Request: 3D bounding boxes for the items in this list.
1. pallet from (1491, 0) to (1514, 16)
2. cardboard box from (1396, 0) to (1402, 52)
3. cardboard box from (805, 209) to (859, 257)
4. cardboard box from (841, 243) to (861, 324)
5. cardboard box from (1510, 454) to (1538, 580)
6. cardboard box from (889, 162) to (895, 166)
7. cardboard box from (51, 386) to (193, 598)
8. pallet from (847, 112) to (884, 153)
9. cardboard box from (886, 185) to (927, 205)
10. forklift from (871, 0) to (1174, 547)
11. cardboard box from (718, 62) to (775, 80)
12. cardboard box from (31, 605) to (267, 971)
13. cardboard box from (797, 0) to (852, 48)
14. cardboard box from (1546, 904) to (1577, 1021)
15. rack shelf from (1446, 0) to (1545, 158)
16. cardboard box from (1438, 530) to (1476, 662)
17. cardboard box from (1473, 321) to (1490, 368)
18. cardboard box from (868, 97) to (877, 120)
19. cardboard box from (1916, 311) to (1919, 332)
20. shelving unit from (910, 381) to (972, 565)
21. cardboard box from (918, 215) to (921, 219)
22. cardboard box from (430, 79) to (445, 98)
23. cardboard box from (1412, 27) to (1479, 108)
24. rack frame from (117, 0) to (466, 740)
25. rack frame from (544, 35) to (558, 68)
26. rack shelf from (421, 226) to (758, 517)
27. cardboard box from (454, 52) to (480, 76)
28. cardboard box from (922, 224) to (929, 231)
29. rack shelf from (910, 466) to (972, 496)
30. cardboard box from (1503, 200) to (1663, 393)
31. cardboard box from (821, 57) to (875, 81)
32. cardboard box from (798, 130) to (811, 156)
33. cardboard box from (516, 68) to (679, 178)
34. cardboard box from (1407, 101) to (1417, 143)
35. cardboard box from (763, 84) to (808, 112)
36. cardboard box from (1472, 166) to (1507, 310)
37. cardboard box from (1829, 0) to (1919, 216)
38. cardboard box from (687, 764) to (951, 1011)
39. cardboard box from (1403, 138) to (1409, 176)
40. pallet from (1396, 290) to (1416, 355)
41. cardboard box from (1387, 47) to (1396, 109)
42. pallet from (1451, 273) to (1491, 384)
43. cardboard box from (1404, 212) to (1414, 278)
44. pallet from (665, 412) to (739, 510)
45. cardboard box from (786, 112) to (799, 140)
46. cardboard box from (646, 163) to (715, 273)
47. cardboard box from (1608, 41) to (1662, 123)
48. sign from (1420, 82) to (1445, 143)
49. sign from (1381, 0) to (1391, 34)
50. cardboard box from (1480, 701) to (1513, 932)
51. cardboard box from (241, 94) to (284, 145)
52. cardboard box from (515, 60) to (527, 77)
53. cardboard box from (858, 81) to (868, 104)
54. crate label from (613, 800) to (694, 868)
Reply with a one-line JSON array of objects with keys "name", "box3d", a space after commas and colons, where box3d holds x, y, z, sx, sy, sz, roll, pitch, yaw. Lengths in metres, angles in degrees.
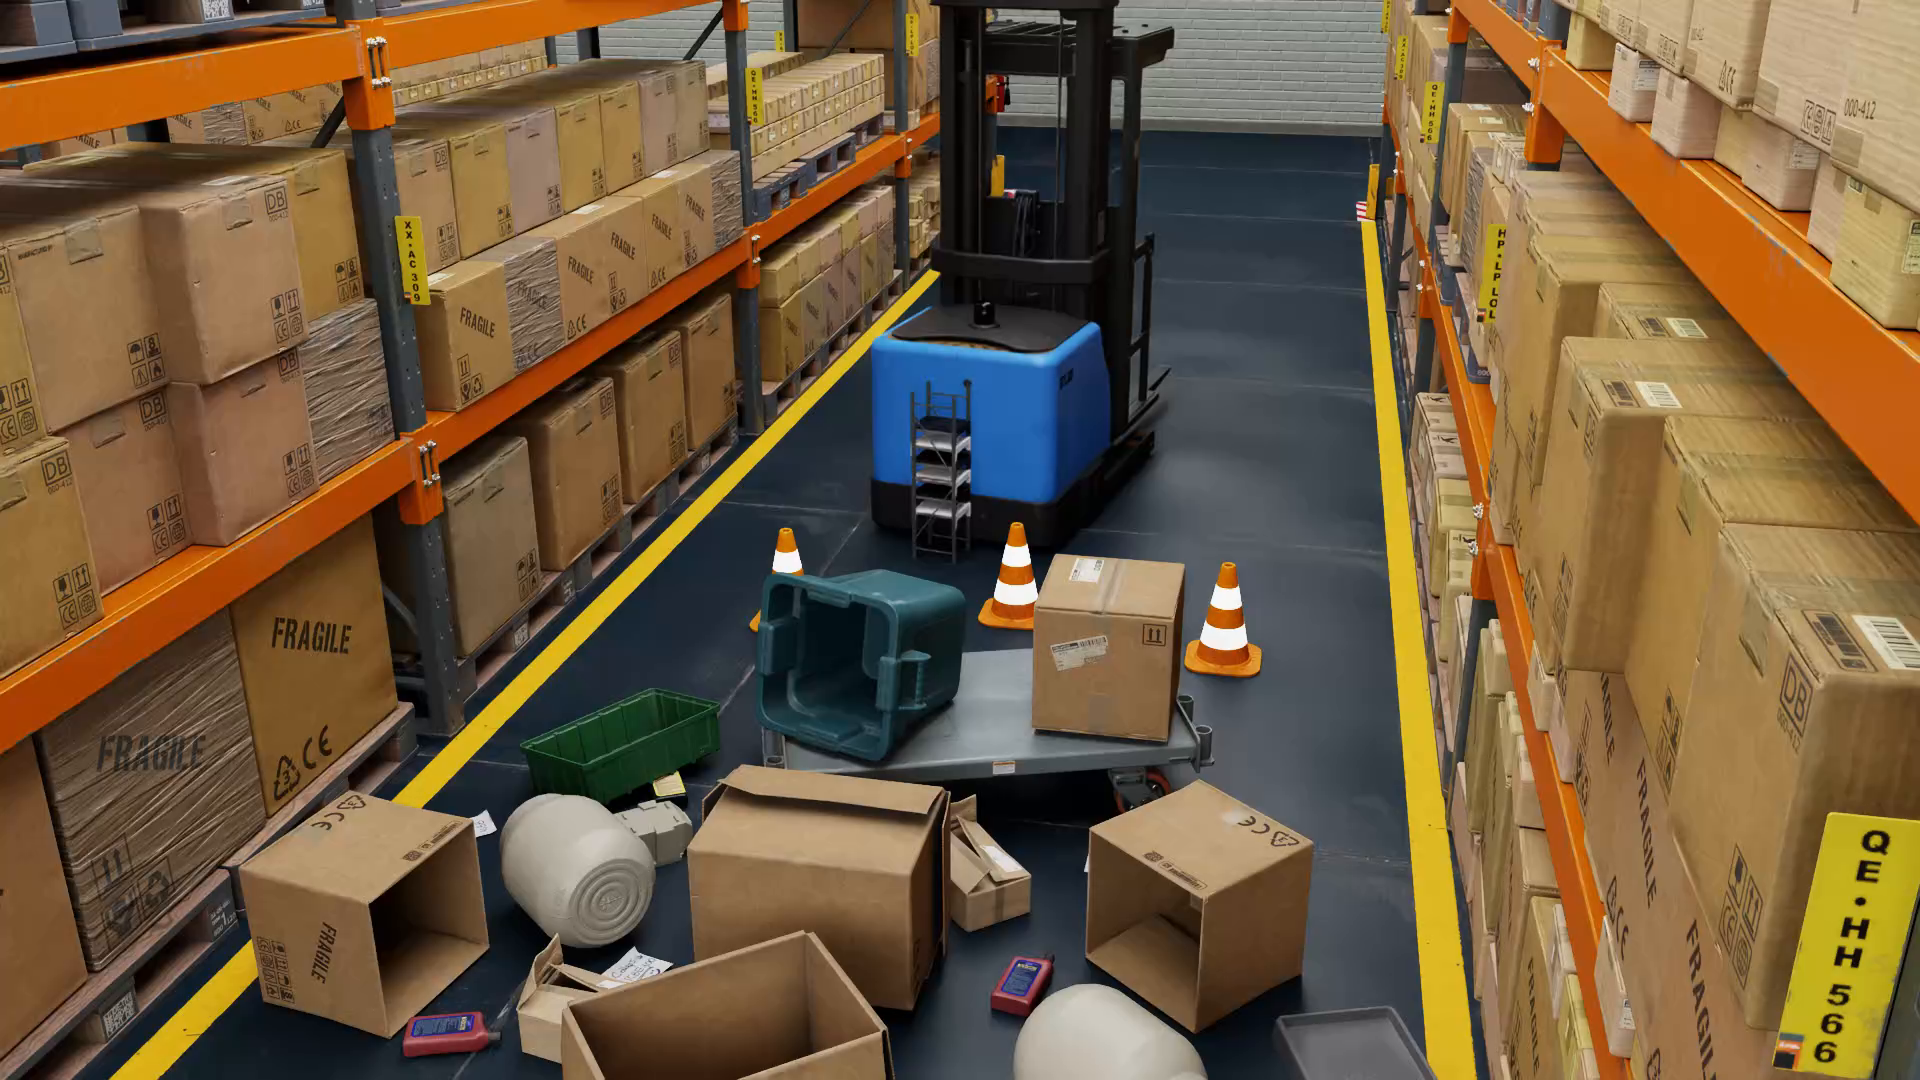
[{"name": "pallet", "box3d": [2.745, -2.193, 6.520, 1.213, 0.211, 1.003, 4, 22, 11]}, {"name": "cardboard box", "box3d": [4.081, -4.476, 14.479, 0.500, 0.500, 0.500, 5, 22, 11]}, {"name": "cardboard box", "box3d": [-1.044, -2.268, 12.249, 0.500, 0.250, 0.500, 3, 22, 9]}, {"name": "cardboard box", "box3d": [-1.046, -1.928, 12.410, 0.500, 0.500, 0.500, 4, 22, 10]}, {"name": "cardboard box", "box3d": [1.864, -0.151, 4.681, 0.500, 0.500, 0.500, 4, 22, 11]}, {"name": "cardboard box", "box3d": [-0.702, -3.613, 16.267, 0.380, 0.149, 0.250, 5, 23, 13]}, {"name": "cardboard box", "box3d": [-2.939, -0.174, 5.070, 0.875, 0.550, 0.550, 4, 22, 11]}, {"name": "pallet", "box3d": [-1.226, -3.200, 13.041, 1.003, 0.211, 1.213, 4, 22, 11]}, {"name": "cardboard box", "box3d": [-0.506, -3.106, 15.008, 0.380, 0.149, 0.250, 4, 22, 10]}, {"name": "forklift", "box3d": [0.539, -1.841, 9.502, 1.130, 2.935, 3.031, 8, 23, 20]}, {"name": "cardboard box", "box3d": [-1.617, -3.516, 12.546, 0.380, 0.149, 0.250, 4, 22, 10]}, {"name": "cardboard box", "box3d": [-2.937, 0.714, 5.349, 0.875, 0.875, 0.875, 5, 22, 11]}, {"name": "cardboard box", "box3d": [-1.096, -4.398, 13.889, 0.500, 0.500, 0.500, 4, 22, 9]}, {"name": "cardboard box", "box3d": [1.517, 0.963, 3.693, 0.380, 0.149, 0.250, 5, 23, 13]}, {"name": "rack shelf", "box3d": [2.715, -2.081, 6.952, 1.077, 0.370, 4.000, 4, 22, 11]}, {"name": "cardboard box", "box3d": [2.554, 0.277, 7.105, 0.950, 0.372, 0.625, 6, 23, 14]}, {"name": "cardboard box", "box3d": [2.230, -0.771, 6.527, 0.380, 0.149, 0.250, 4, 22, 10]}, {"name": "cardboard box", "box3d": [-0.867, -3.380, 13.006, 0.380, 0.149, 0.250, 5, 22, 11]}, {"name": "cardboard box", "box3d": [1.289, -0.255, 1.793, 0.380, 0.149, 0.250, 5, 22, 11]}, {"name": "shelving unit", "box3d": [-0.096, -0.340, 8.493, 0.258, 0.900, 0.210, 8, 23, 20]}, {"name": "cardboard box", "box3d": [-0.562, -2.867, 14.814, 0.380, 0.149, 0.250, 4, 22, 11]}, {"name": "cardboard box", "box3d": [-5.166, -4.321, 15.904, 0.380, 0.149, 0.250, 4, 22, 10]}, {"name": "cardboard box", "box3d": [3.386, -3.217, 11.354, 0.500, 0.500, 0.500, 4, 22, 10]}, {"name": "rack frame", "box3d": [-2.560, -0.632, 6.407, 1.000, 3.000, 0.127, 4, 22, 11]}, {"name": "rack frame", "box3d": [-4.946, -5.436, 18.335, 1.000, 3.000, 0.127, 4, 22, 11]}, {"name": "rack shelf", "box3d": [-2.152, -1.030, 8.358, 1.077, 0.370, 4.000, 4, 22, 11]}, {"name": "cardboard box", "box3d": [-5.095, -4.744, 16.421, 0.500, 0.250, 0.500, 4, 22, 11]}, {"name": "cardboard box", "box3d": [-0.485, -2.731, 14.873, 0.380, 0.149, 0.250, 4, 22, 11]}, {"name": "rack shelf", "box3d": [-0.096, -0.309, 8.505, 0.258, 0.077, 0.200, 8, 23, 20]}, {"name": "cardboard box", "box3d": [1.879, -0.610, 4.483, 0.700, 0.500, 0.500, 5, 22, 11]}, {"name": "cardboard box", "box3d": [-0.872, -3.652, 12.884, 0.380, 0.149, 0.250, 4, 22, 9]}, {"name": "cardboard box", "box3d": [-1.240, -2.714, 11.352, 0.380, 0.149, 0.250, 5, 23, 13]}, {"name": "cardboard box", "box3d": [-1.947, -2.256, 8.969, 0.700, 0.500, 0.500, 4, 22, 10]}, {"name": "cardboard box", "box3d": [3.365, -2.865, 11.483, 0.500, 0.250, 0.500, 5, 22, 12]}, {"name": "cardboard box", "box3d": [-1.245, -2.987, 11.233, 0.380, 0.149, 0.250, 6, 23, 13]}, {"name": "cardboard box", "box3d": [2.387, -1.227, 6.790, 0.500, 0.500, 0.500, 5, 23, 13]}, {"name": "cardboard box", "box3d": [1.331, -0.496, 1.858, 0.500, 0.250, 0.500, 4, 22, 10]}, {"name": "cardboard box", "box3d": [-0.447, 1.088, 5.296, 0.797, 0.637, 0.503, 4, 22, 11]}, {"name": "cardboard box", "box3d": [3.366, -2.631, 11.573, 0.500, 0.250, 0.500, 4, 22, 10]}, {"name": "pallet", "box3d": [3.855, -1.636, 12.633, 1.003, 0.211, 1.213, 4, 22, 11]}, {"name": "cardboard box", "box3d": [4.179, -4.201, 15.136, 0.500, 0.500, 0.500, 4, 22, 11]}, {"name": "pallet", "box3d": [2.759, -0.938, 7.425, 1.003, 0.211, 1.213, 4, 22, 11]}, {"name": "cardboard box", "box3d": [4.172, -2.445, 13.777, 0.875, 0.438, 0.875, 4, 22, 10]}, {"name": "pallet", "box3d": [-1.978, -0.519, 9.859, 1.003, 0.211, 1.213, 4, 22, 11]}, {"name": "cardboard box", "box3d": [-1.293, -2.762, 11.072, 0.380, 0.149, 0.250, 5, 22, 11]}, {"name": "cardboard box", "box3d": [-1.676, -1.774, 9.108, 0.500, 0.500, 0.500, 4, 22, 11]}, {"name": "cardboard box", "box3d": [1.654, -1.006, 3.658, 0.380, 0.149, 0.250, 4, 22, 10]}, {"name": "sign", "box3d": [2.579, -2.333, 9.080, 0.100, 0.325, 0.005, 4, 22, 11]}, {"name": "sign", "box3d": [4.213, -5.163, 16.393, 0.100, 0.325, 0.005, 4, 22, 11]}, {"name": "cardboard box", "box3d": [1.824, 0.833, 4.884, 0.500, 0.500, 0.500, 5, 23, 13]}, {"name": "cardboard box", "box3d": [-5.798, -3.455, 13.284, 0.500, 0.500, 0.500, 4, 22, 10]}, {"name": "cardboard box", "box3d": [-4.801, -4.976, 17.531, 0.380, 0.149, 0.250, 5, 22, 11]}, {"name": "cardboard box", "box3d": [-0.922, -3.426, 12.722, 0.380, 0.149, 0.250, 5, 23, 13]}, {"name": "crate label", "box3d": [-1.128, 1.063, 6.032, 0.298, 0.136, 0.250, -11, 25, -26]}]
